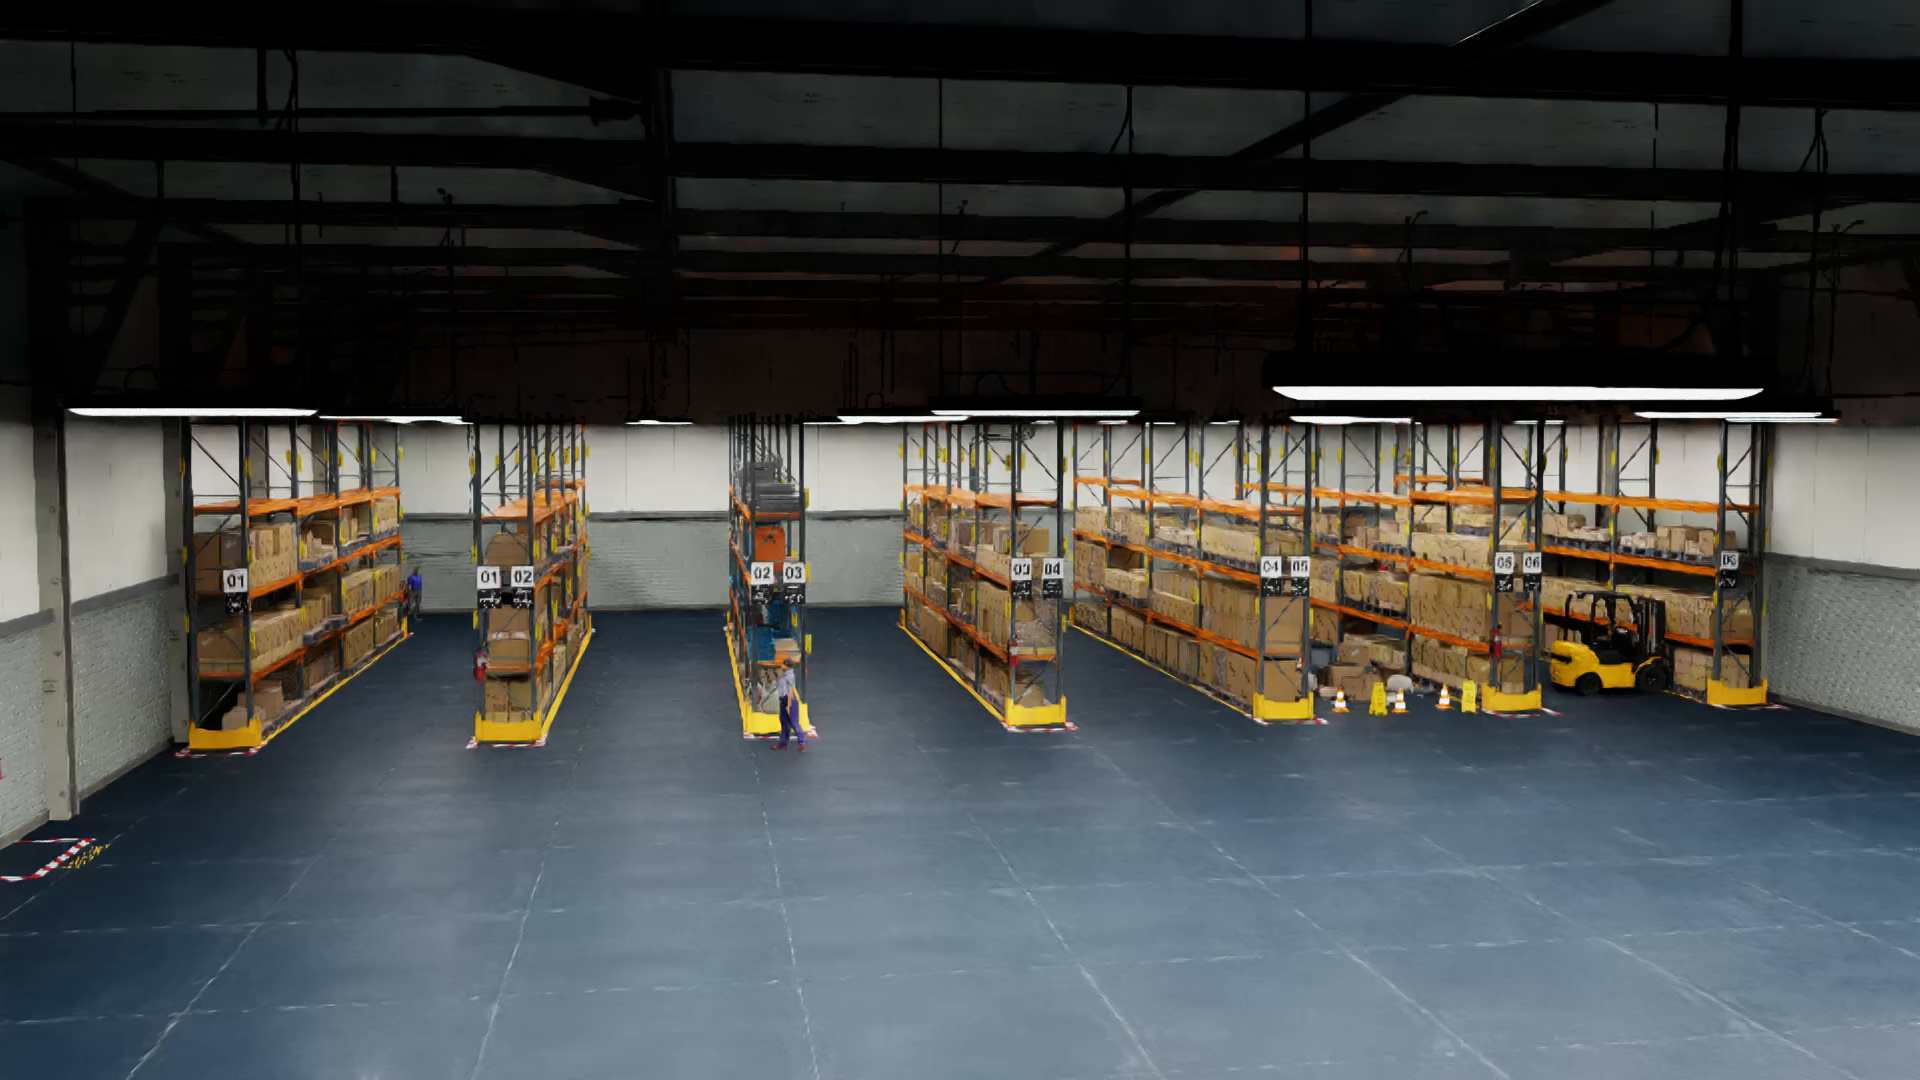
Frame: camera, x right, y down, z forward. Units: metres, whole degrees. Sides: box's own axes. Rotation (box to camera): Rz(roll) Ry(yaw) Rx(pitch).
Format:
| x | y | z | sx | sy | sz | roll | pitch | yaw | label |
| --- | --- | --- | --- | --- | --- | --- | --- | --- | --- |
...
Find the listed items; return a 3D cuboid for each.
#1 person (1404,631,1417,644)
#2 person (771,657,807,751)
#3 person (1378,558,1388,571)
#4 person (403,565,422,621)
| x | y | z | sx | sy | sz | roll | pitch | yaw | label |
| --- | --- | --- | --- | --- | --- | --- | --- | --- | --- |
| 11.539 | 1.915 | 42.816 | 0.503 | 1.764 | 0.624 | 1 | 4 | 20 | person |
| -3.043 | 2.897 | 29.515 | 0.596 | 1.635 | 0.722 | -1 | 4 | -14 | person |
| 13.188 | 1.333 | 51.991 | 0.721 | 1.713 | 0.570 | -3 | 5 | -36 | person |
| -16.195 | 1.578 | 49.017 | 0.492 | 1.637 | 0.646 | 3 | 5 | 38 | person |
